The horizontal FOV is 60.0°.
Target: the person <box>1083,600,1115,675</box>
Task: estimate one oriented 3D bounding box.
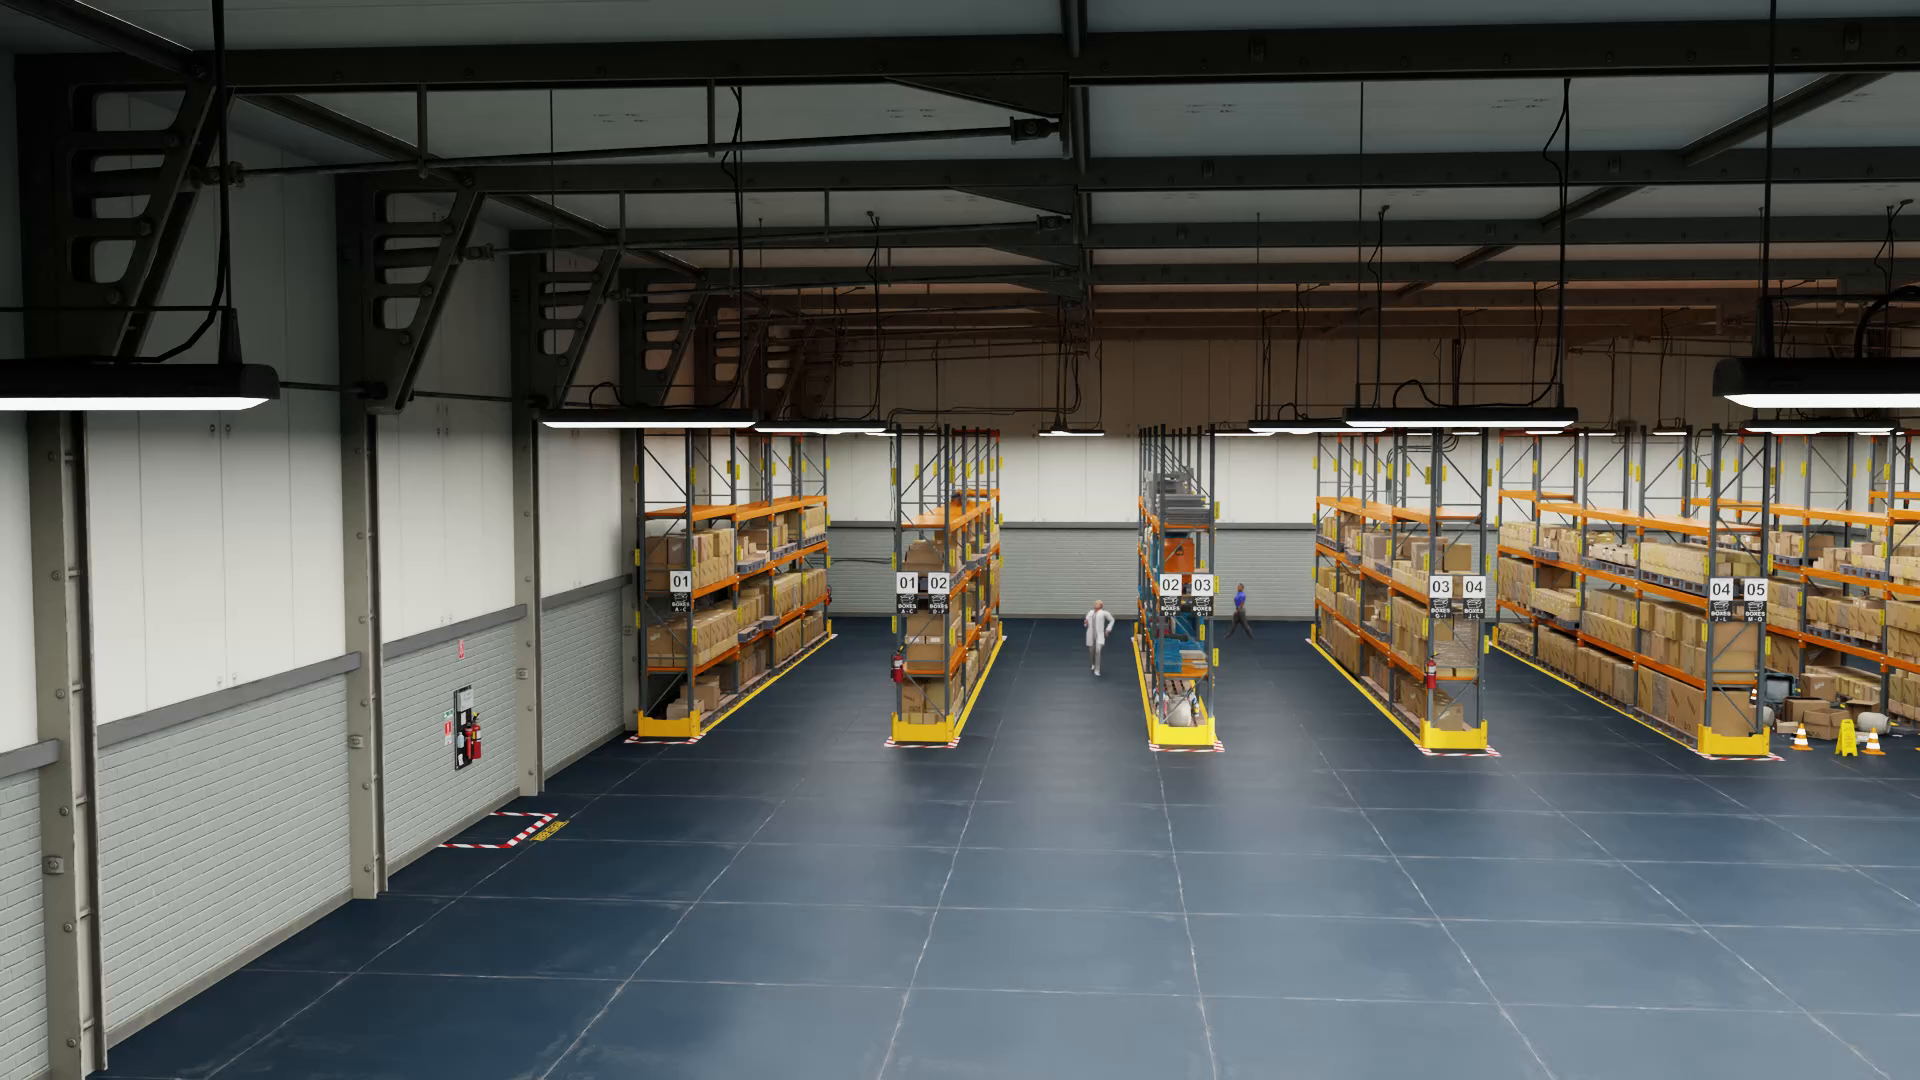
[{"bbox_3d":[3.386,2.366,40.617,0.748,1.782,0.928,1,4,13],"label":"person"}]

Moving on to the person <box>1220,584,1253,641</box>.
[{"bbox_3d":[7.827,2.035,47.000,0.950,1.609,0.546,1,4,13],"label":"person"}]

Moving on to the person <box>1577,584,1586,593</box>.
[{"bbox_3d":[17.782,1.988,47.563,0.845,1.632,0.540,0,3,-7],"label":"person"}]
